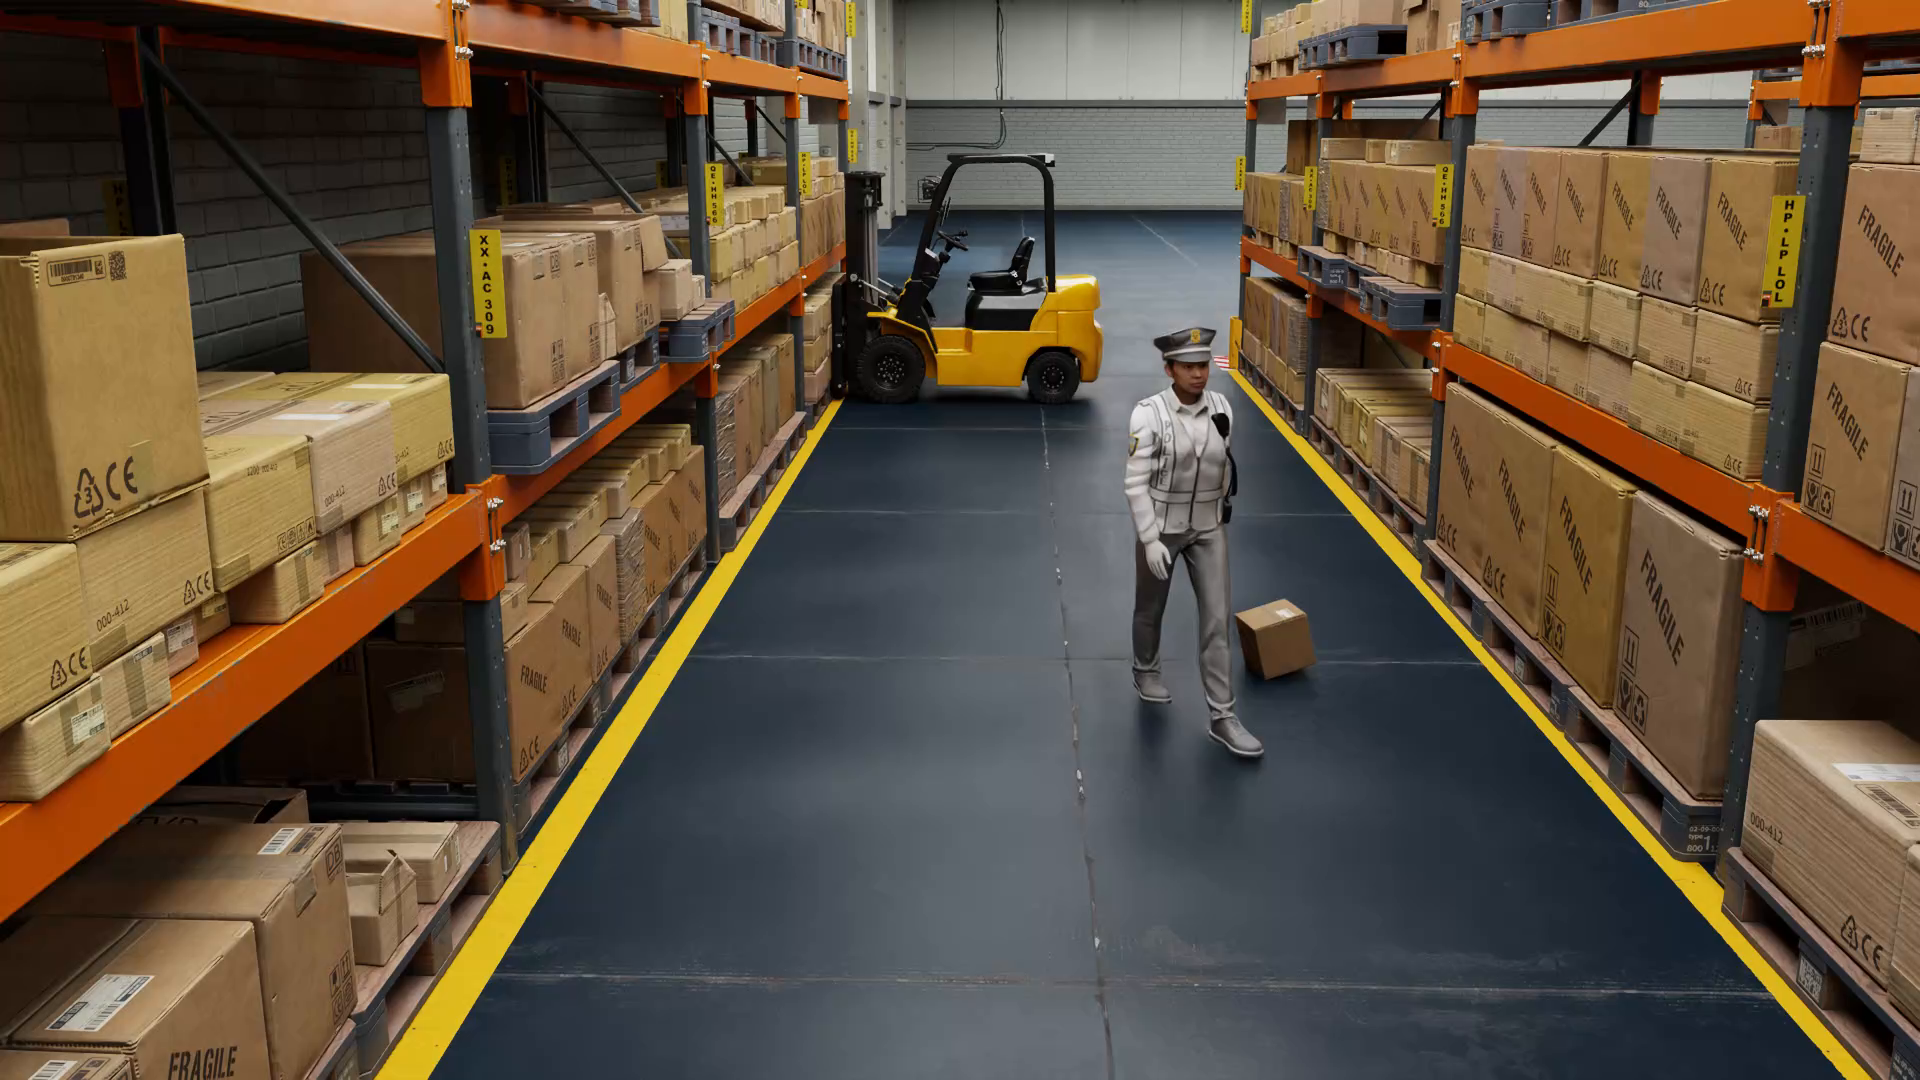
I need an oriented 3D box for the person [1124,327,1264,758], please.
[{"bbox_3d":[0.884,-0.043,6.586,0.488,1.623,0.943,-2,14,-10],"label":"person"}]
